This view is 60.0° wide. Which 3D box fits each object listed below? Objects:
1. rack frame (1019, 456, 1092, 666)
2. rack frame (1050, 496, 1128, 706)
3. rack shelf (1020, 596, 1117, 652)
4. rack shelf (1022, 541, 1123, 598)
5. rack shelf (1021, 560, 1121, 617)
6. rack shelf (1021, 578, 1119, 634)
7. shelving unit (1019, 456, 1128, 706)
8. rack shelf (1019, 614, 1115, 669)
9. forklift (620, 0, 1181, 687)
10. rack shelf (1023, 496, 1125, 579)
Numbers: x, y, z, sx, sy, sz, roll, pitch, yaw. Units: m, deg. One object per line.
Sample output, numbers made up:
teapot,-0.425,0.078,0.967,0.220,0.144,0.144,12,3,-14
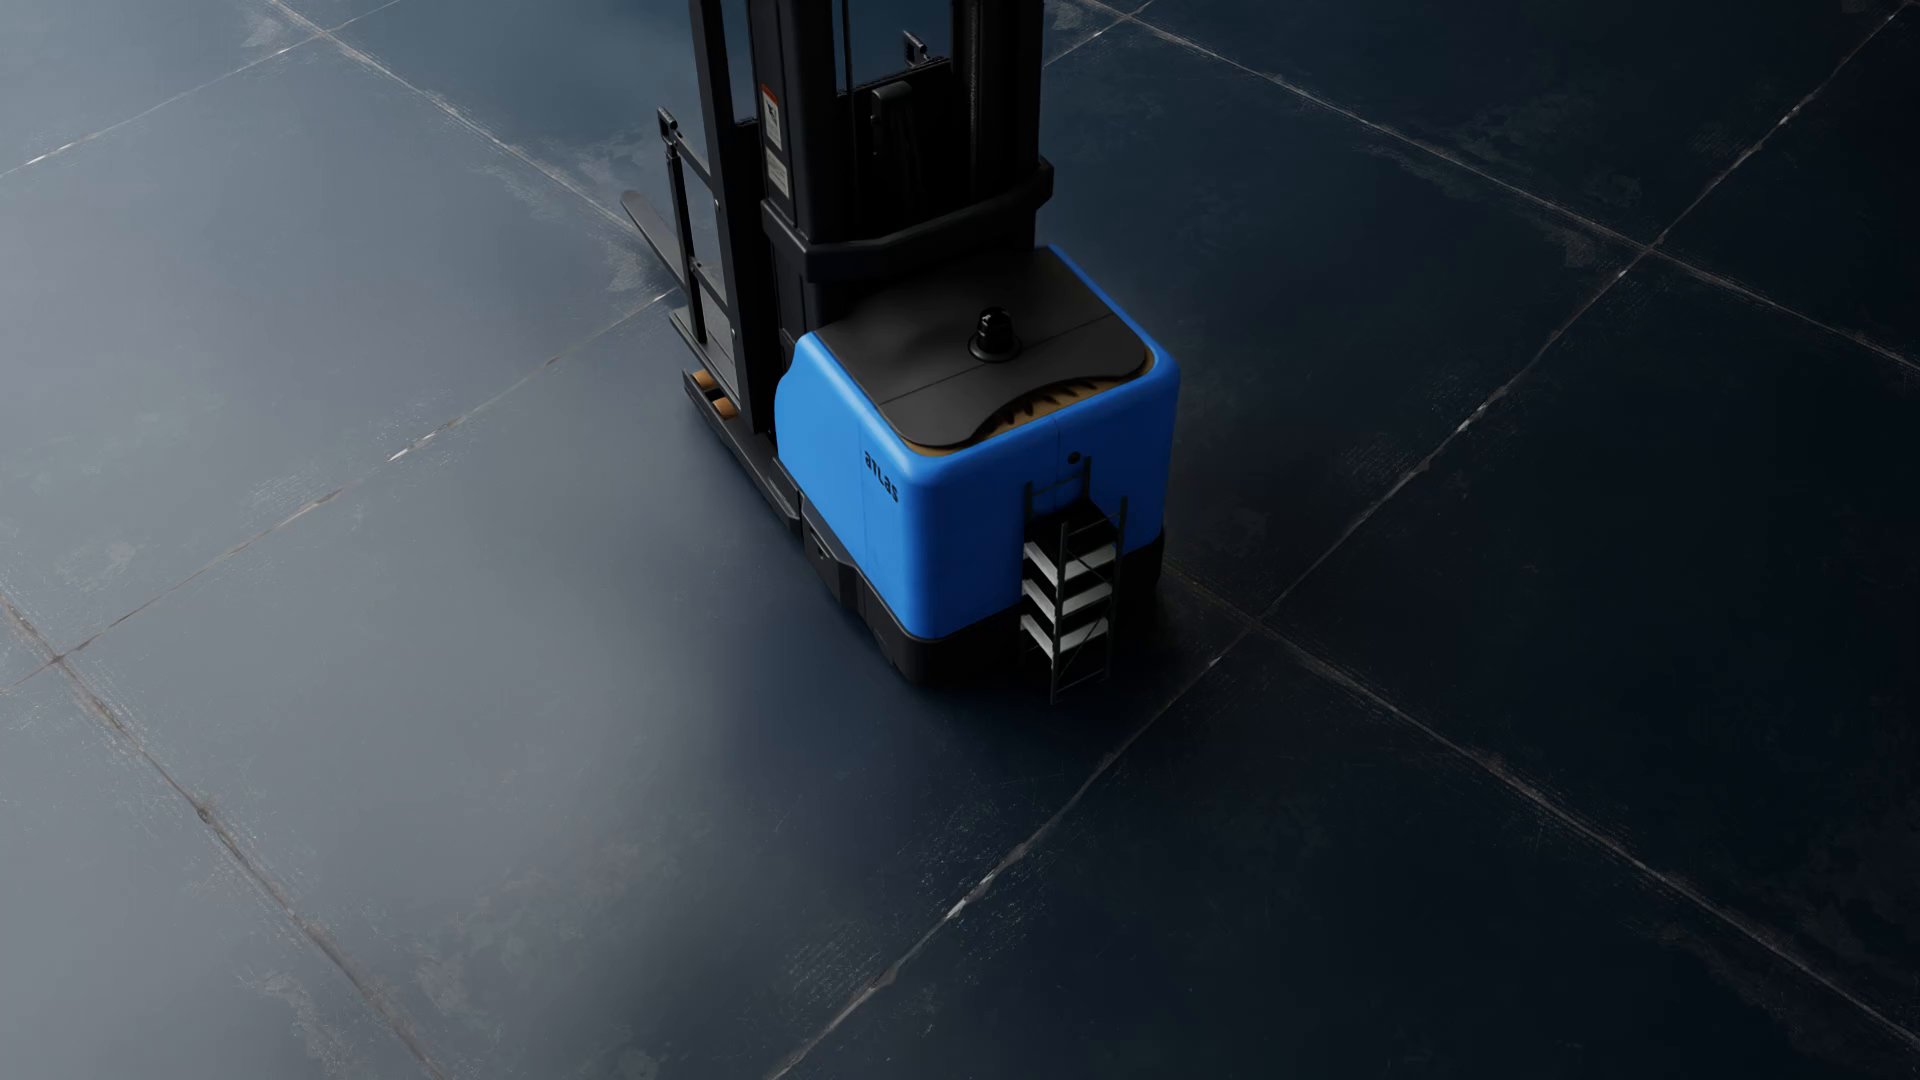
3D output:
rack frame,0.312,0.089,5.550,0.240,0.900,0.006,-23,51,-20
rack frame,0.415,0.216,5.430,0.240,0.900,0.006,-23,51,-20
rack shelf,0.363,0.237,5.580,0.258,0.077,0.200,-23,51,-20
rack shelf,0.363,0.052,5.383,0.258,0.077,0.200,-23,51,-20
rack shelf,0.363,0.114,5.448,0.258,0.077,0.200,-23,51,-20
rack shelf,0.363,0.175,5.514,0.258,0.077,0.200,-23,51,-20
shelving unit,0.363,0.152,5.490,0.258,0.900,0.210,-23,51,-20
rack shelf,0.363,0.298,5.645,0.258,0.077,0.200,-23,51,-20
forklift,-0.456,-1.566,5.710,1.130,2.935,3.031,-23,51,-20
rack shelf,0.363,-0.010,5.317,0.258,0.077,0.200,-23,51,-20
